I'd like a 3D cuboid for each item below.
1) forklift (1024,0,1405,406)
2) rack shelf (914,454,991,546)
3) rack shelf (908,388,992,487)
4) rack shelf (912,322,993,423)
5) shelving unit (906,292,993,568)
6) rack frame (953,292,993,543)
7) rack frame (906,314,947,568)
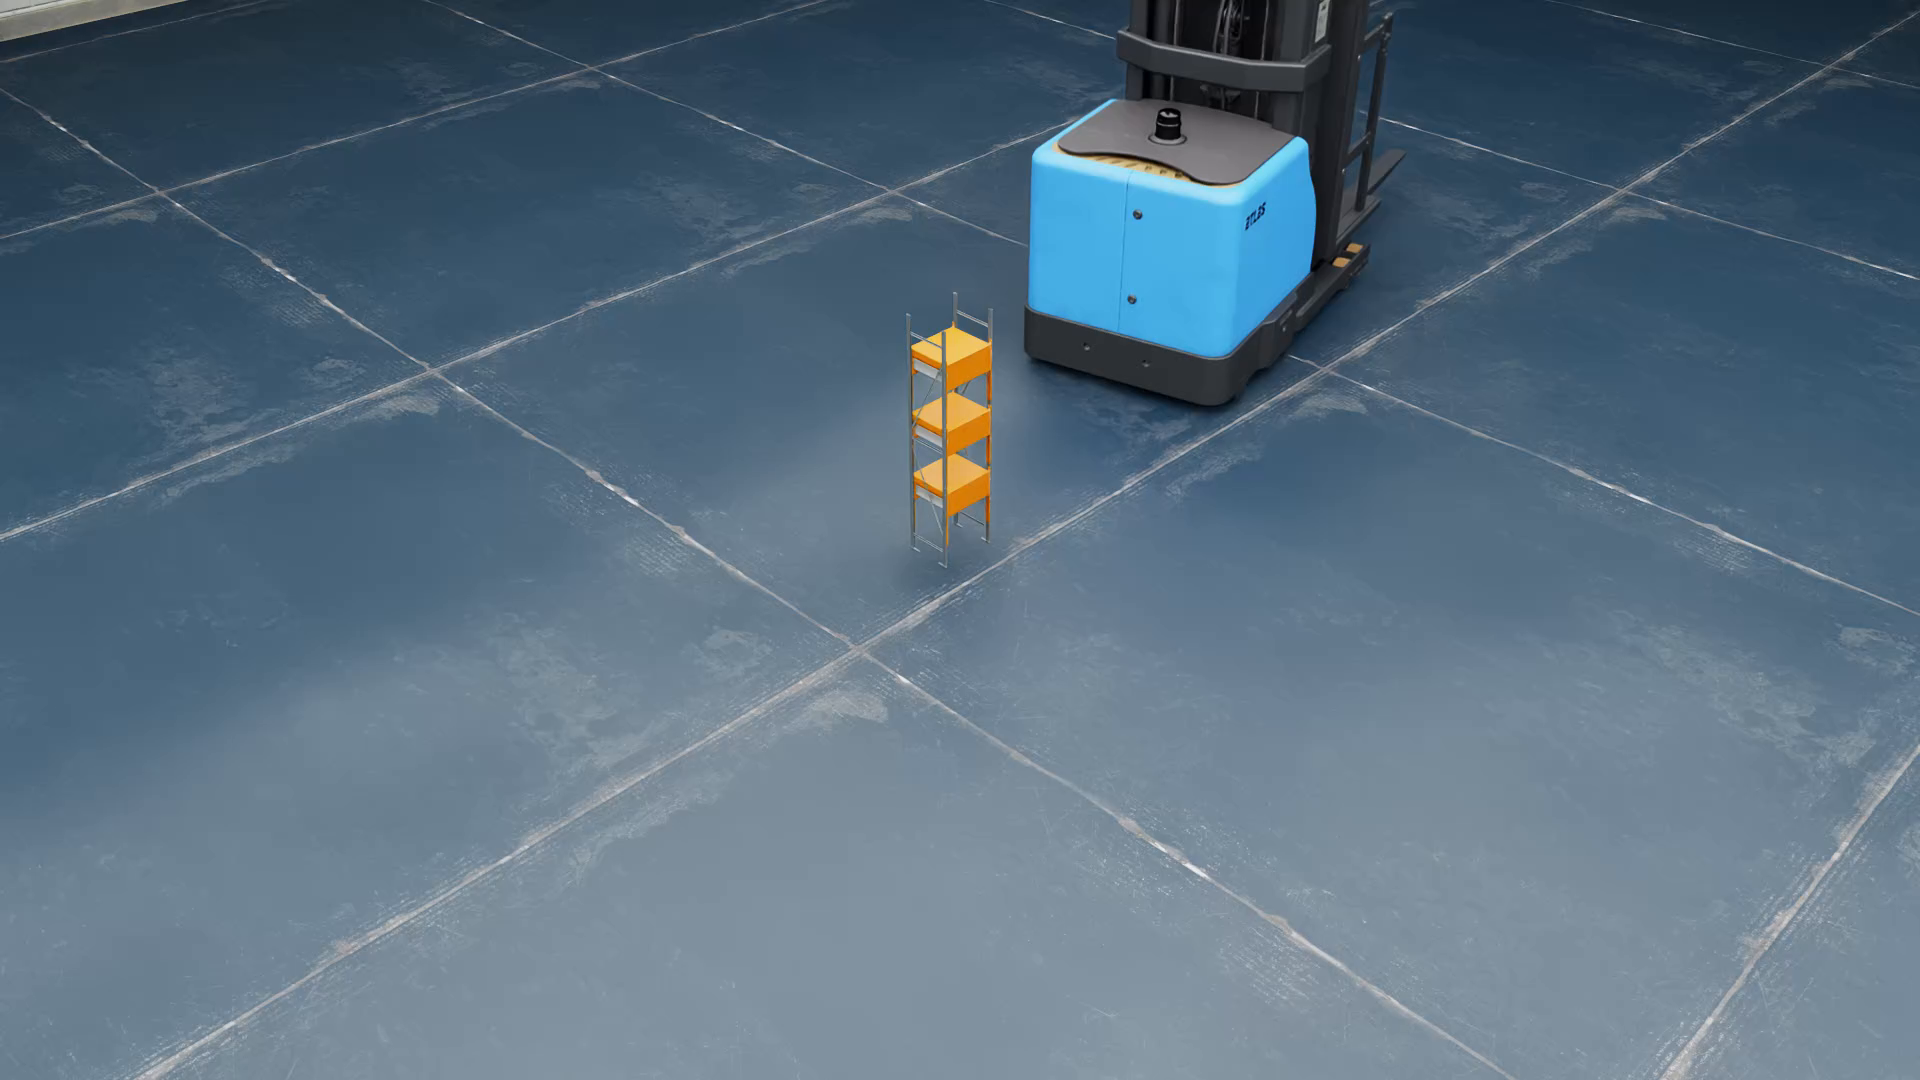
[{"bbox_3d":[1.496,-2.621,7.947,1.130,2.935,3.031,19,39,25],"label":"forklift"},{"bbox_3d":[-0.038,-0.172,6.584,0.215,0.259,0.240,30,45,35],"label":"rack shelf"},{"bbox_3d":[-0.038,-0.400,6.425,0.215,0.259,0.240,30,45,35],"label":"rack shelf"},{"bbox_3d":[-0.038,-0.633,6.262,0.215,0.259,0.240,30,45,35],"label":"rack shelf"},{"bbox_3d":[-0.038,-0.409,6.419,0.215,1.050,0.252,30,45,35],"label":"shelving unit"},{"bbox_3d":[0.048,-0.458,6.490,0.200,1.050,0.008,30,45,35],"label":"rack frame"},{"bbox_3d":[-0.124,-0.359,6.348,0.200,1.050,0.008,30,45,35],"label":"rack frame"}]
